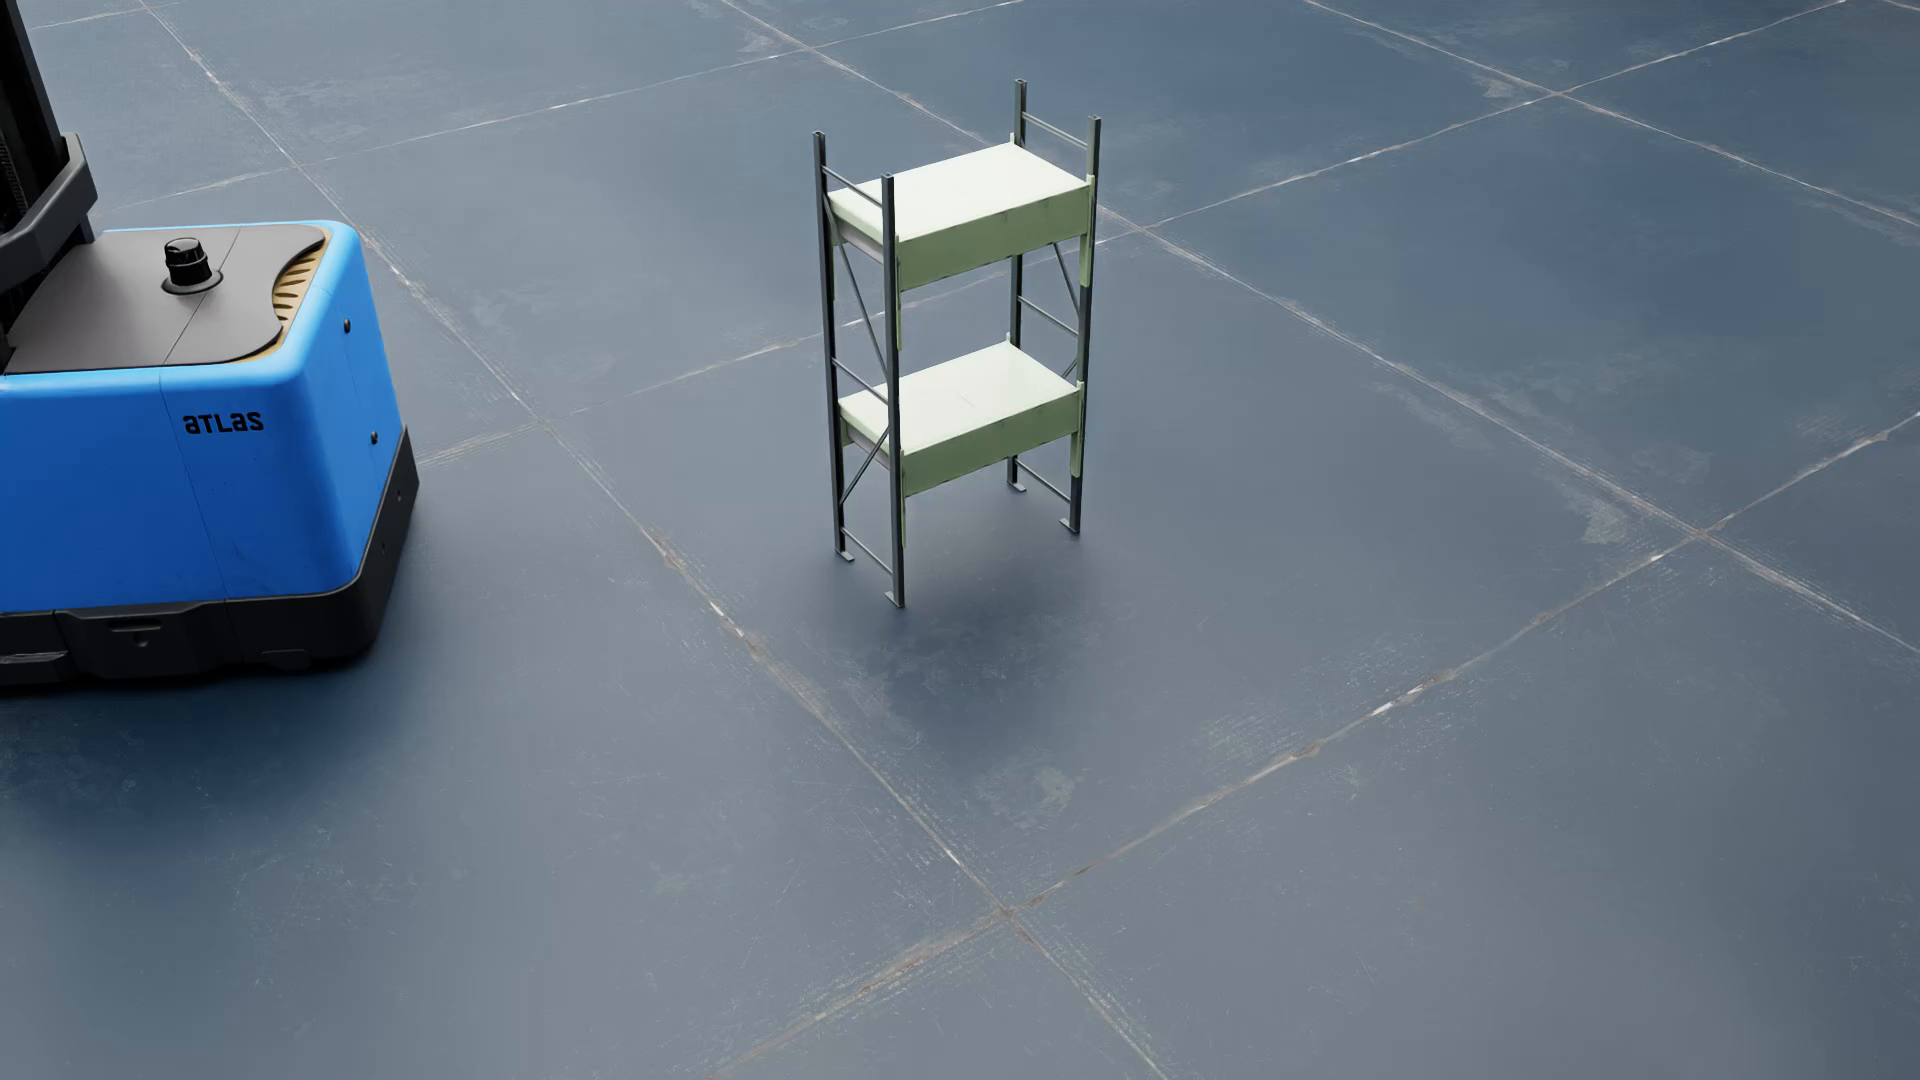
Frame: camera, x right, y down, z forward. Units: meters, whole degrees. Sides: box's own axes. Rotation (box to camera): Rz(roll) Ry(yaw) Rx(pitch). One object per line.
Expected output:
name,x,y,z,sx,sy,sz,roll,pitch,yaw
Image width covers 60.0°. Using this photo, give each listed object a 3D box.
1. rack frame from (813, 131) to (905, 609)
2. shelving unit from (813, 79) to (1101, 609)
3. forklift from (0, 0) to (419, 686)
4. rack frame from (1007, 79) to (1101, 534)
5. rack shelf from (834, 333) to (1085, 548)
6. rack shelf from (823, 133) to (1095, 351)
rack frame,-0.305,-0.484,5.138,0.023,1.500,0.400,-22,41,-28
shelving unit,-0.005,-0.607,5.309,0.755,1.500,0.431,-22,41,-28
forklift,-3.380,-0.988,4.613,3.031,2.935,1.130,-4,36,-5
rack frame,0.294,-0.730,5.480,0.023,1.500,0.400,-22,41,-28
rack shelf,-0.005,-0.342,5.499,0.720,0.370,0.431,-22,41,-28
rack shelf,-0.005,-0.923,5.081,0.720,0.370,0.431,-22,41,-28
